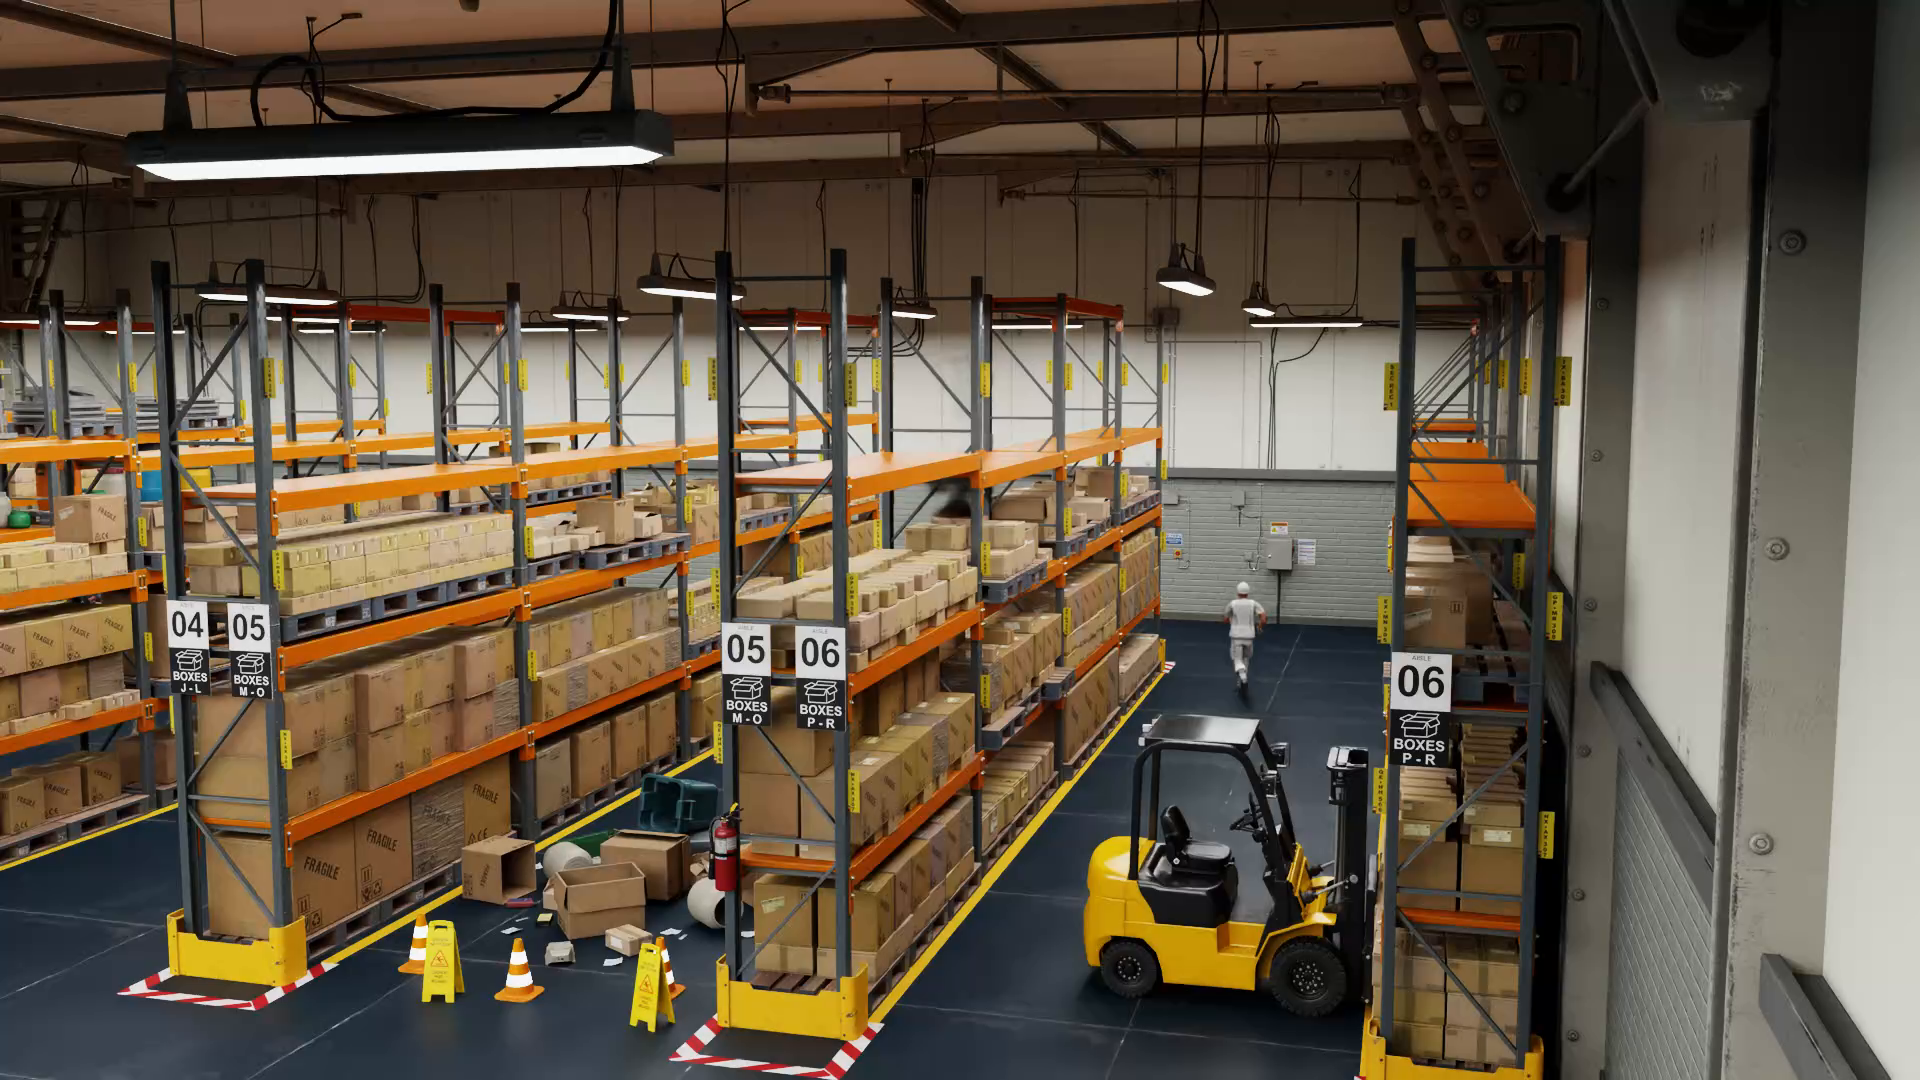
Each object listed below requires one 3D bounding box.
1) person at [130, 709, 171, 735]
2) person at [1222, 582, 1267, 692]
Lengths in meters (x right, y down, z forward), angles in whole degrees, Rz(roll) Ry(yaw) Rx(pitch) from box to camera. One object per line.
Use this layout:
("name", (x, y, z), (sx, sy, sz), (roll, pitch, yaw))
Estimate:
("person", (-11.323, 1.803, 23.283), (0.657, 1.795, 0.956), (0, 6, 1))
("person", (4.399, 1.542, 25.853), (0.656, 1.792, 0.981), (0, 6, -2))
